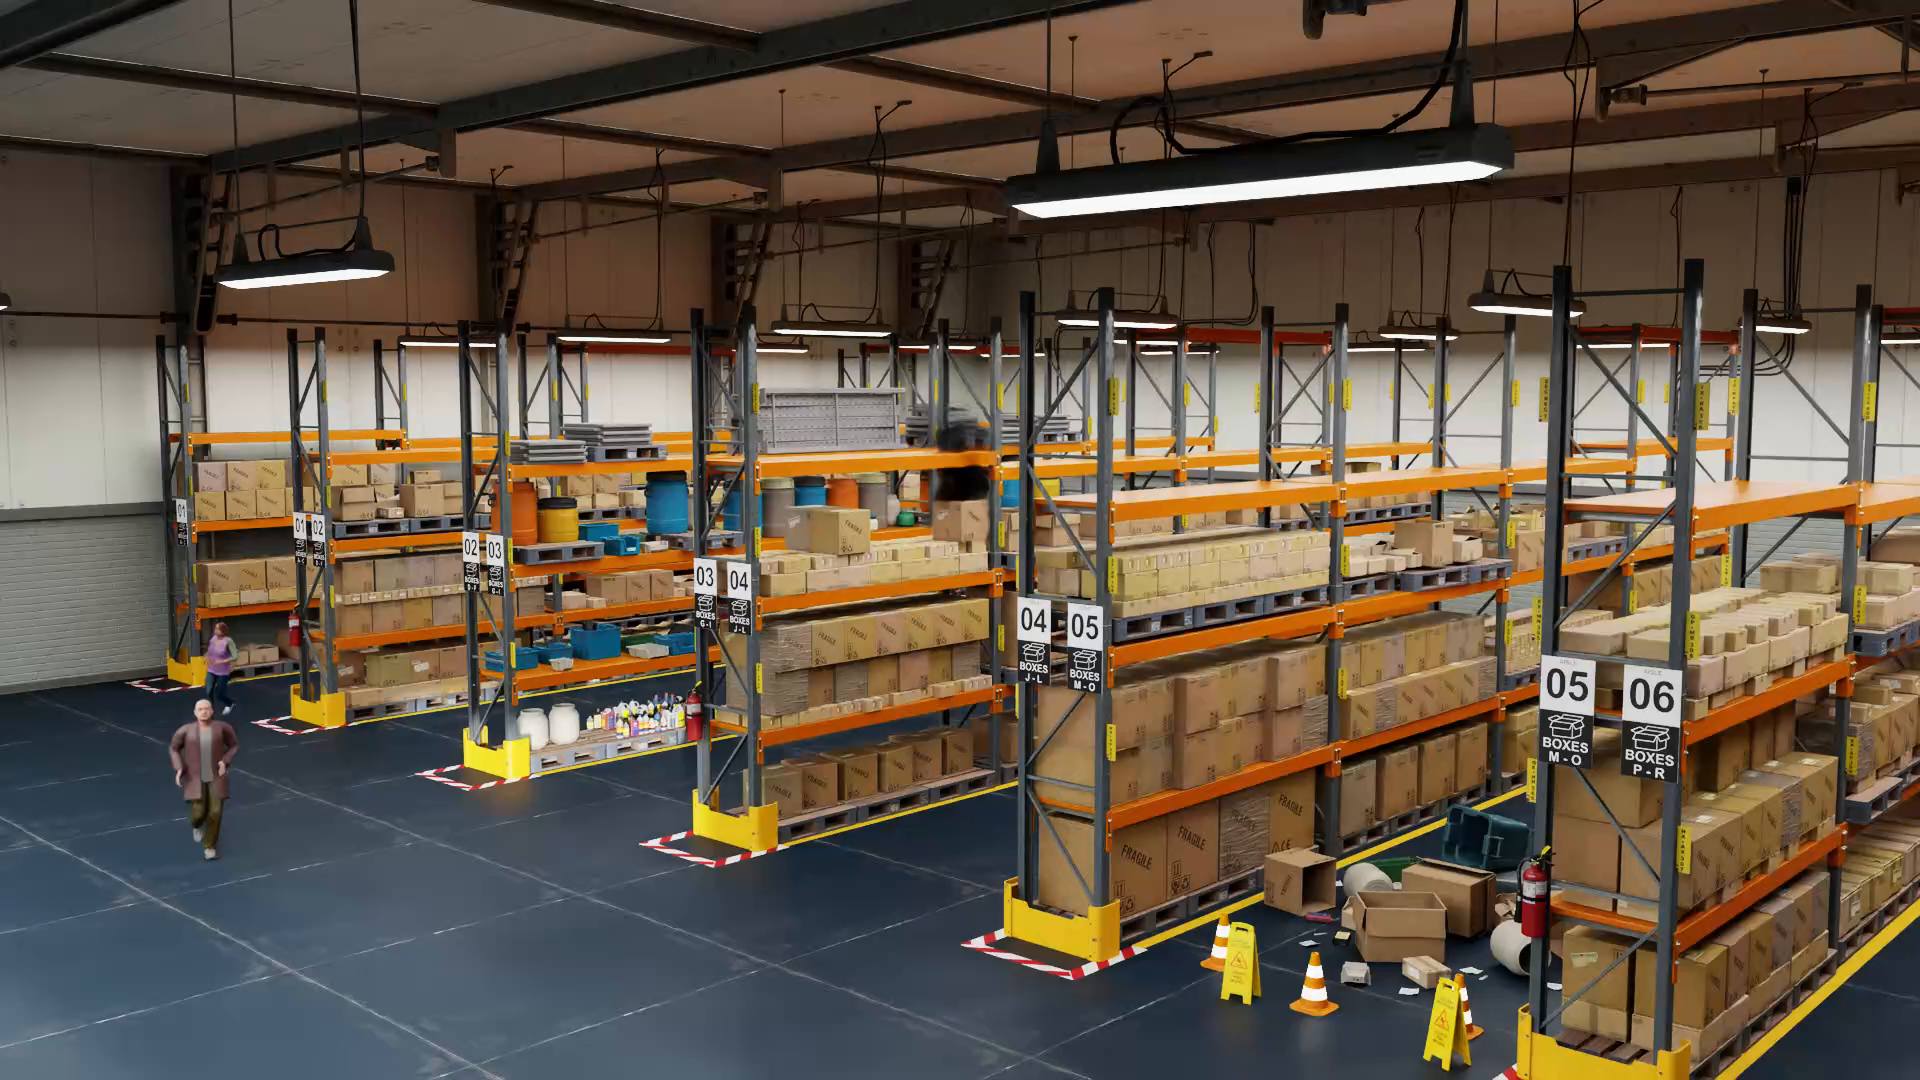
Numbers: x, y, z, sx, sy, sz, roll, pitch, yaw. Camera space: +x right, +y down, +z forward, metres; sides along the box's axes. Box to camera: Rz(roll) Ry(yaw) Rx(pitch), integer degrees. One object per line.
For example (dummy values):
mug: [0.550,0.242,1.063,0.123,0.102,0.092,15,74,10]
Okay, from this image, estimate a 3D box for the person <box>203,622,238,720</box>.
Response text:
person: [-11.217,2.026,25.303,0.577,1.584,0.789,1,5,10]

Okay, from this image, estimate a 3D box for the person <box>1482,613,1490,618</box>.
person: [8.114,1.954,25.560,0.923,1.683,0.615,-5,7,-43]

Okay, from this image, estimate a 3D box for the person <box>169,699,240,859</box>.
person: [-8.247,2.601,18.190,0.710,1.733,0.637,-3,6,-27]

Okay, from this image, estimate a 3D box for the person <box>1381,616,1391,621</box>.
person: [6.643,1.960,25.976,0.537,1.553,0.506,4,7,37]
